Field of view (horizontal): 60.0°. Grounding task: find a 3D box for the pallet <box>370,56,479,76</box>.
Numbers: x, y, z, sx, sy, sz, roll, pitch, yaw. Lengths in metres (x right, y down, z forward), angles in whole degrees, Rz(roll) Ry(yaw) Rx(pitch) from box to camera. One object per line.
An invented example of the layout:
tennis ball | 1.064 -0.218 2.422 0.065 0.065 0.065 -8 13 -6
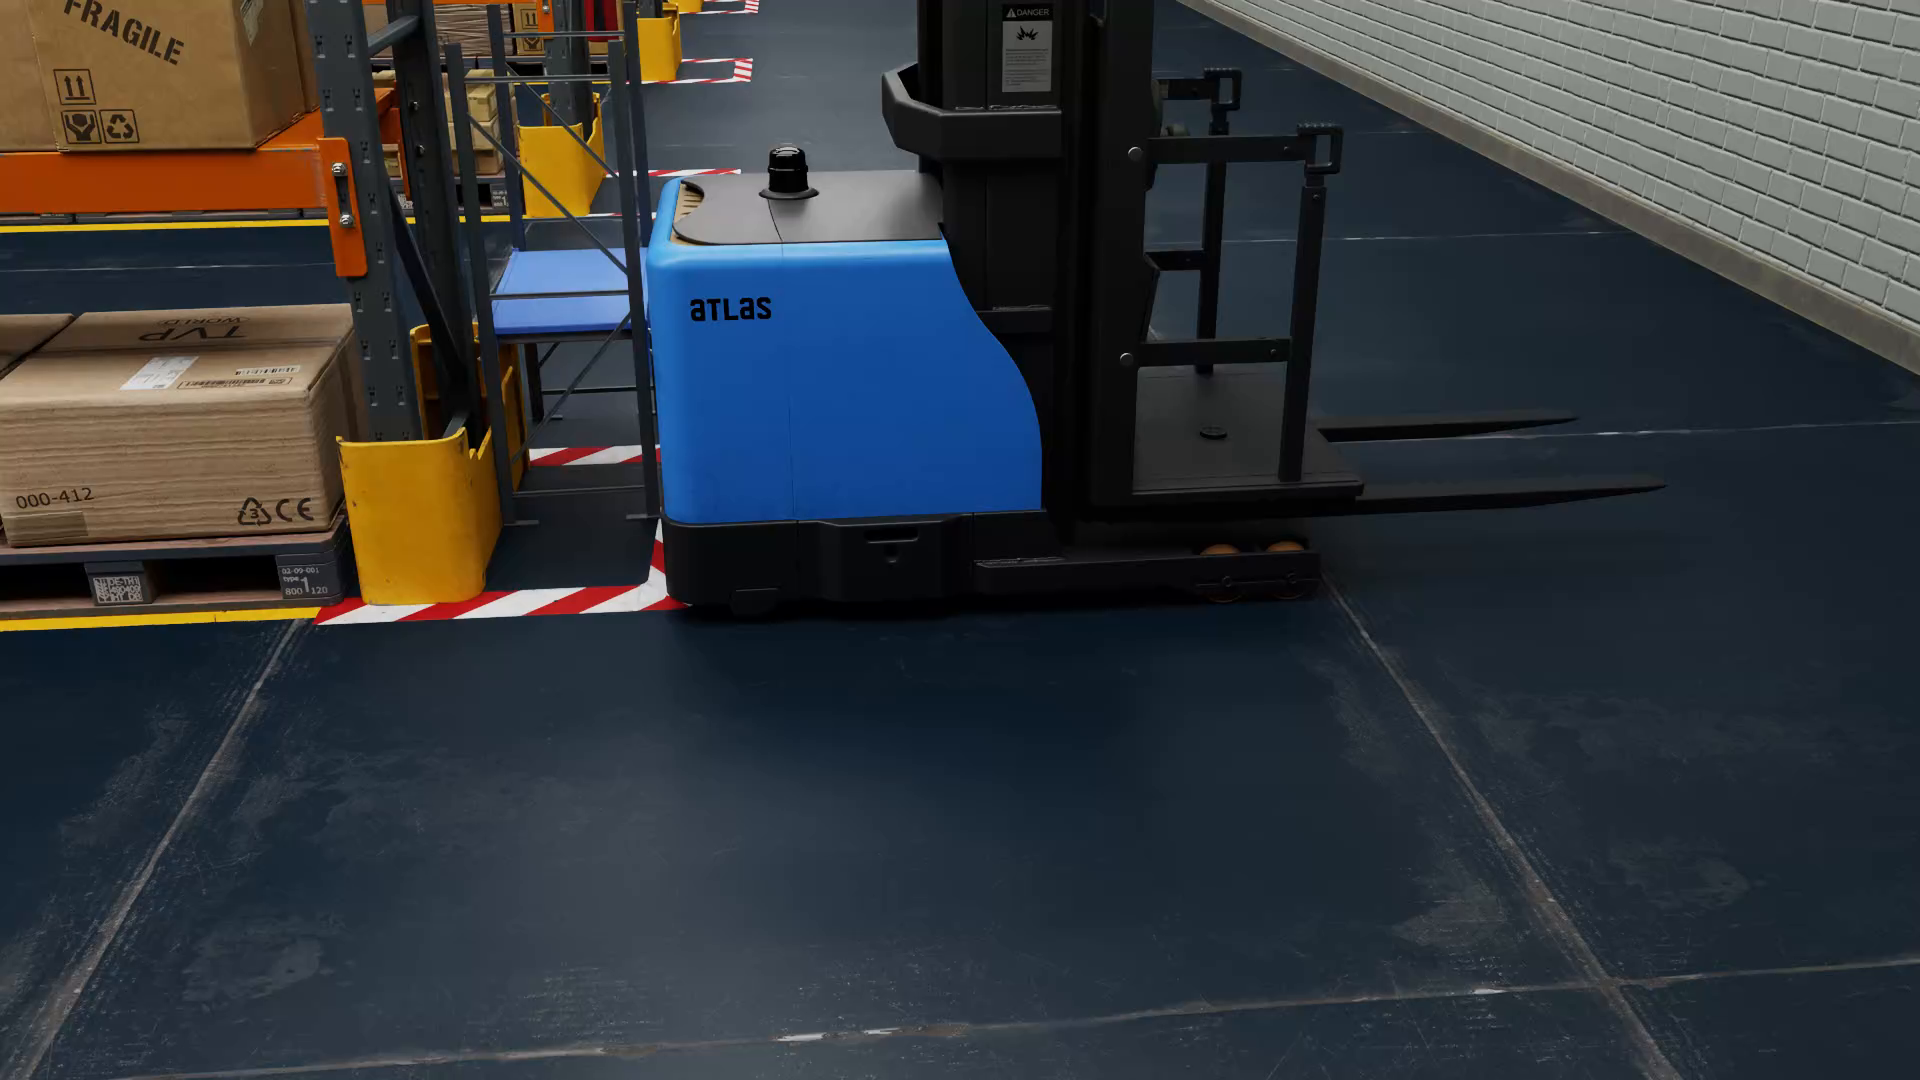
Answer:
pallet | -4.628 -4.039 14.078 1.213 0.211 1.003 -2 24 -5

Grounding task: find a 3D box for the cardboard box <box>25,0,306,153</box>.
cardboard box | -2.109 -1.338 4.445 0.500 0.500 0.500 -2 24 -5

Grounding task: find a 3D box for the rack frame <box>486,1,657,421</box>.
rack frame | -1.365 -1.155 6.001 0.500 1.500 0.032 -3 24 -7

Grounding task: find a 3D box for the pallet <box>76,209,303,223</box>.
pallet | -4.341 -2.073 9.654 1.213 0.211 1.003 -2 24 -5

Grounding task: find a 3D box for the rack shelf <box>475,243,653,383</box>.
rack shelf | -1.294 -0.786 5.614 0.538 0.185 1.000 -3 24 -7

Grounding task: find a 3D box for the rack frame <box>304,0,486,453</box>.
rack frame | -1.655 -1.419 4.749 0.127 3.000 1.000 -2 24 -5

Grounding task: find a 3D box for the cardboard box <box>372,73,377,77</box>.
cardboard box | -3.561 -2.632 9.739 0.250 0.149 0.380 -3 24 -8

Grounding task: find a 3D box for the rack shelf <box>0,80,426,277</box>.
rack shelf | -3.645 -1.010 4.716 4.000 0.370 1.077 -2 24 -5

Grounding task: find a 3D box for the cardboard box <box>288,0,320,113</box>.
cardboard box | -2.161 -1.562 4.947 0.500 0.500 0.500 -2 24 -6

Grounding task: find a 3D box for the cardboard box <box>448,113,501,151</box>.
cardboard box | -2.739 -2.304 9.368 0.250 0.149 0.380 -3 24 -7

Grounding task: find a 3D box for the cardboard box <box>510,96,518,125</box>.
cardboard box | -2.789 -2.524 9.862 0.250 0.149 0.380 -1 24 -3

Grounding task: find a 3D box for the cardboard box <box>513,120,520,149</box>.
cardboard box | -2.795 -2.413 9.980 0.250 0.149 0.380 -2 24 -4

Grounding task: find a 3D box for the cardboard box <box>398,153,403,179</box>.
cardboard box | -2.991 -2.148 9.383 0.250 0.149 0.380 -2 24 -4

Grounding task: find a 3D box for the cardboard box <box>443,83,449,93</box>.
cardboard box | -3.000 -2.466 9.366 0.250 0.149 0.380 -2 24 -4

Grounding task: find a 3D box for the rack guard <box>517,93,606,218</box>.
rack guard | -2.318 -2.271 9.743 0.348 0.500 1.175 -2 24 -5

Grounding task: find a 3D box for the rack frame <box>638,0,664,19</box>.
rack frame | -2.629 -5.425 13.761 0.127 3.000 1.000 -2 24 -5

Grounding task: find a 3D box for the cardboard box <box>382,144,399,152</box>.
cardboard box | -3.256 -2.283 9.320 0.250 0.149 0.380 -3 24 -7

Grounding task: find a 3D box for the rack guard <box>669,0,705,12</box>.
rack guard | -3.093 -6.291 18.787 0.348 0.500 1.175 -2 24 -5

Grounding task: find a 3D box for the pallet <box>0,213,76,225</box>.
pallet | -5.558 -2.023 9.541 1.213 0.211 1.003 -2 24 -5

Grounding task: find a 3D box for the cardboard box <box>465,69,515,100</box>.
cardboard box | -2.797 -2.693 9.877 0.250 0.149 0.380 -3 24 -8

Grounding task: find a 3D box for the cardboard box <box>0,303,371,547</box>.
cardboard box | -2.302 -0.373 5.034 0.875 0.438 0.875 -3 24 -7

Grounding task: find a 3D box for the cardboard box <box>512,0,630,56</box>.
cardboard box | -3.258 -4.588 13.977 0.875 0.875 0.875 -2 24 -5

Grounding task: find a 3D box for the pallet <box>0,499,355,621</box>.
pallet | -2.443 -0.081 5.173 1.213 0.211 1.003 -2 24 -5

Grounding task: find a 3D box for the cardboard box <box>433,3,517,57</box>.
cardboard box | -4.164 -4.551 13.896 0.875 0.875 0.875 -2 24 -5

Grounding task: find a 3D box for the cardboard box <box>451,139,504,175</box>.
cardboard box | -2.745 -2.200 9.499 0.250 0.149 0.380 -2 24 -4

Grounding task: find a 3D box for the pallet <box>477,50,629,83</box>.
pallet | -3.417 -4.087 14.185 1.213 0.211 1.003 -2 24 -5

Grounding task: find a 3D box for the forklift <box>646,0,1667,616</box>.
forklift | 0.620 -1.368 4.719 3.031 2.935 1.130 -3 24 -6

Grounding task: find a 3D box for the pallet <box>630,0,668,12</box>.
pallet | -3.940 -6.135 18.793 1.213 0.211 1.003 -2 24 -5

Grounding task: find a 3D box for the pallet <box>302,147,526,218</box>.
pallet | -3.130 -2.120 9.761 1.213 0.211 1.003 -2 24 -5

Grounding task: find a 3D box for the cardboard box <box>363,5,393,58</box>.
cardboard box | -5.049 -4.516 13.816 0.875 0.875 0.875 -2 24 -5

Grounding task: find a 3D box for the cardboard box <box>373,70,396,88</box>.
cardboard box | -3.323 -2.675 9.836 0.250 0.149 0.380 -2 24 -5

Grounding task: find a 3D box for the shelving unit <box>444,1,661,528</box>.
shelving unit | -1.294 -0.950 5.541 0.538 1.500 1.048 -3 24 -7

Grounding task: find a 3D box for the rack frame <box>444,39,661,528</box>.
rack frame | -1.223 -0.746 5.081 0.500 1.500 0.032 -3 24 -7

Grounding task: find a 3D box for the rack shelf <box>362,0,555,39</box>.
rack shelf | -4.232 -3.007 9.208 4.000 0.370 1.077 -2 24 -5

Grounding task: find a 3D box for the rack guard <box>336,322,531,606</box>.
rack guard | -1.631 -0.278 5.259 0.348 0.500 1.175 -2 24 -5

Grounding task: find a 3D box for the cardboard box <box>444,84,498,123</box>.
cardboard box | -2.744 -2.453 9.337 0.250 0.149 0.380 -2 24 -5

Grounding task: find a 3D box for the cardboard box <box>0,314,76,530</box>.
cardboard box | -3.212 -0.333 4.945 0.875 0.438 0.875 -2 24 -4

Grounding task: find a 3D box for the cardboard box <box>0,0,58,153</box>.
cardboard box | -2.610 -1.325 4.414 0.500 0.500 0.500 -3 24 -6

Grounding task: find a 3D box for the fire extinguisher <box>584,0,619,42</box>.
fire extinguisher | -1.946 -3.034 8.936 0.183 0.674 0.296 -2 24 -5

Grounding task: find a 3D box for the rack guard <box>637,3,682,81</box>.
rack guard | -2.605 -4.283 14.271 0.348 0.500 1.175 -2 24 -5

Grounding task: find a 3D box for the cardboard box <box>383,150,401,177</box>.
cardboard box | -3.263 -2.173 9.438 0.250 0.149 0.380 -2 24 -5

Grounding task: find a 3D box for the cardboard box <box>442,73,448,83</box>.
cardboard box | -3.059 -2.634 9.743 0.250 0.149 0.380 -2 24 -4

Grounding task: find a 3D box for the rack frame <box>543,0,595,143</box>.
rack frame | -2.242 -3.416 9.242 0.127 3.000 1.000 -2 24 -5
